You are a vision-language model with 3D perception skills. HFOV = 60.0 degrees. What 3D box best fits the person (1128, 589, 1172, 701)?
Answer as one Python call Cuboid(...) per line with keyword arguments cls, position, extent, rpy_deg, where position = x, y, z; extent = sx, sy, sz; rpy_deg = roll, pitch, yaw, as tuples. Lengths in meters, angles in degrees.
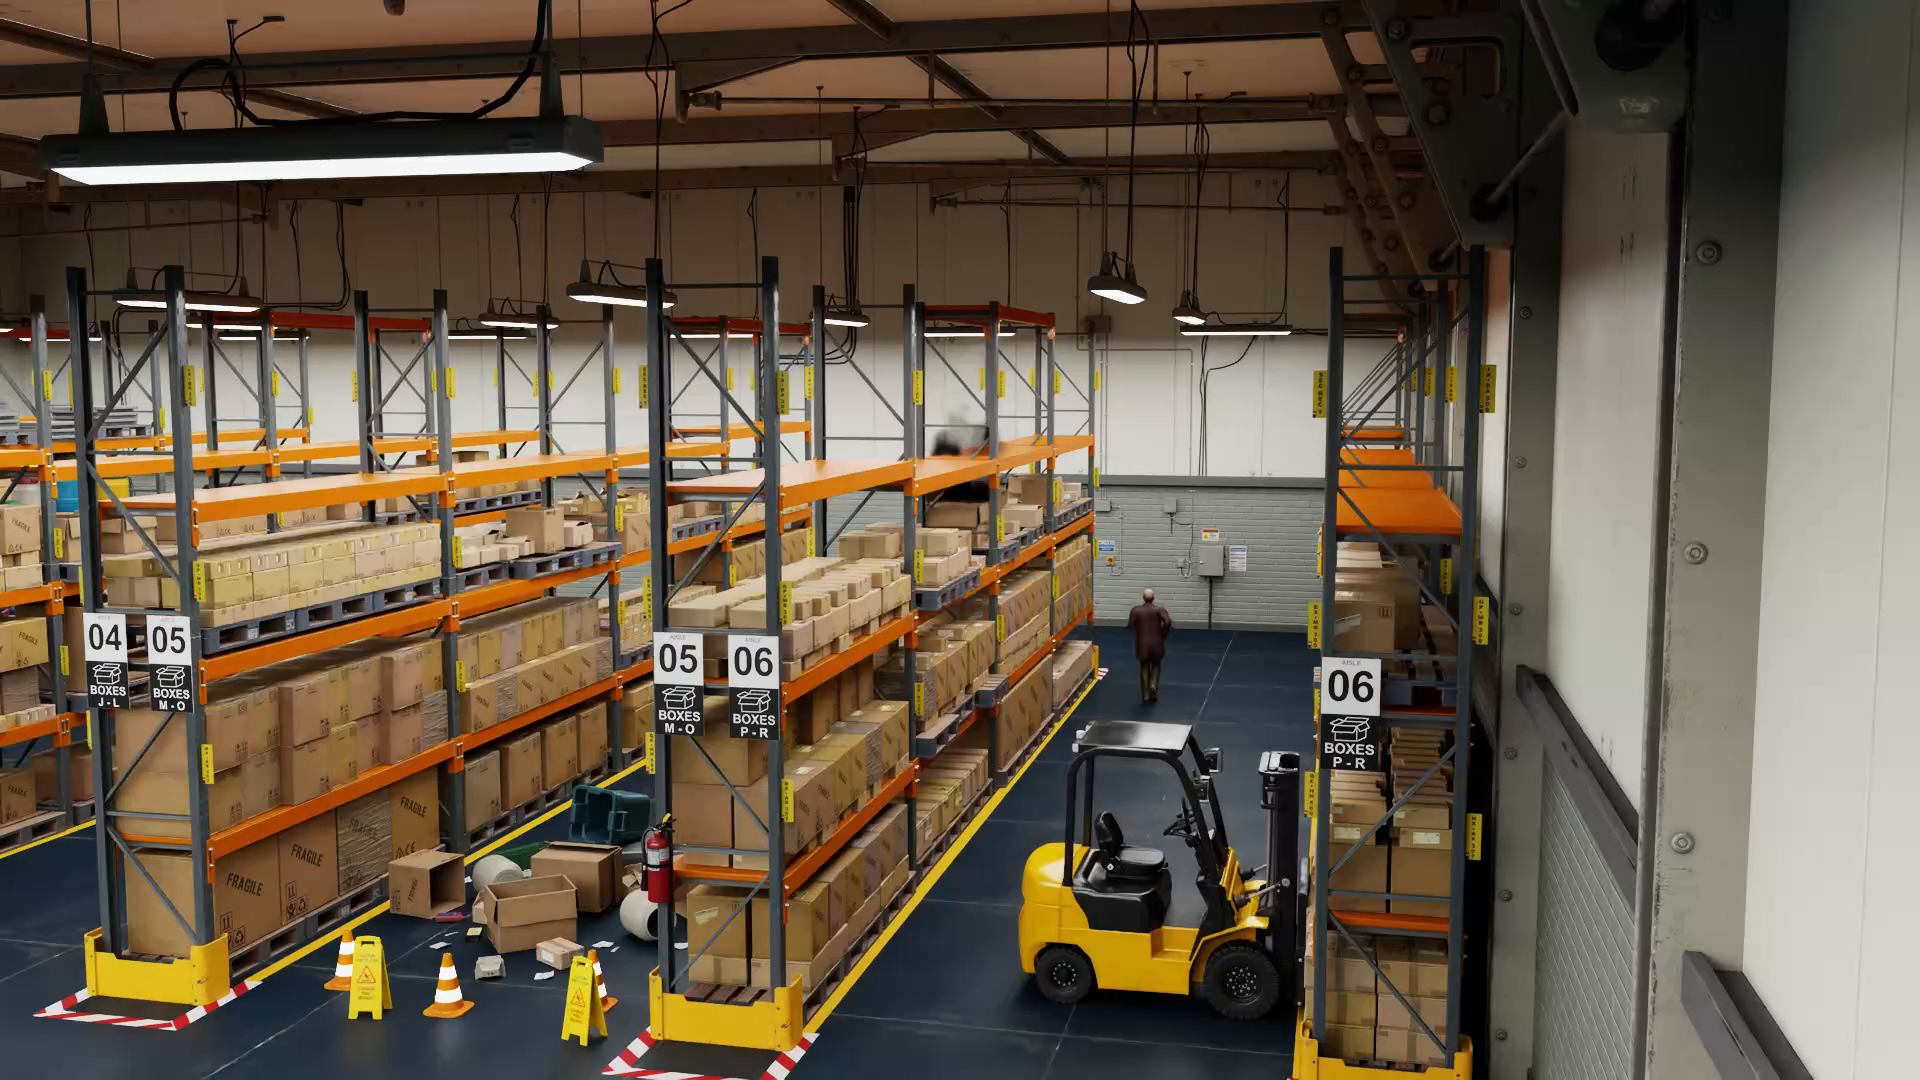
Cuboid(cls="person", position=(2.986, 1.668, 26.130), extent=(0.687, 1.827, 0.687), rpy_deg=(1, 6, 10))
